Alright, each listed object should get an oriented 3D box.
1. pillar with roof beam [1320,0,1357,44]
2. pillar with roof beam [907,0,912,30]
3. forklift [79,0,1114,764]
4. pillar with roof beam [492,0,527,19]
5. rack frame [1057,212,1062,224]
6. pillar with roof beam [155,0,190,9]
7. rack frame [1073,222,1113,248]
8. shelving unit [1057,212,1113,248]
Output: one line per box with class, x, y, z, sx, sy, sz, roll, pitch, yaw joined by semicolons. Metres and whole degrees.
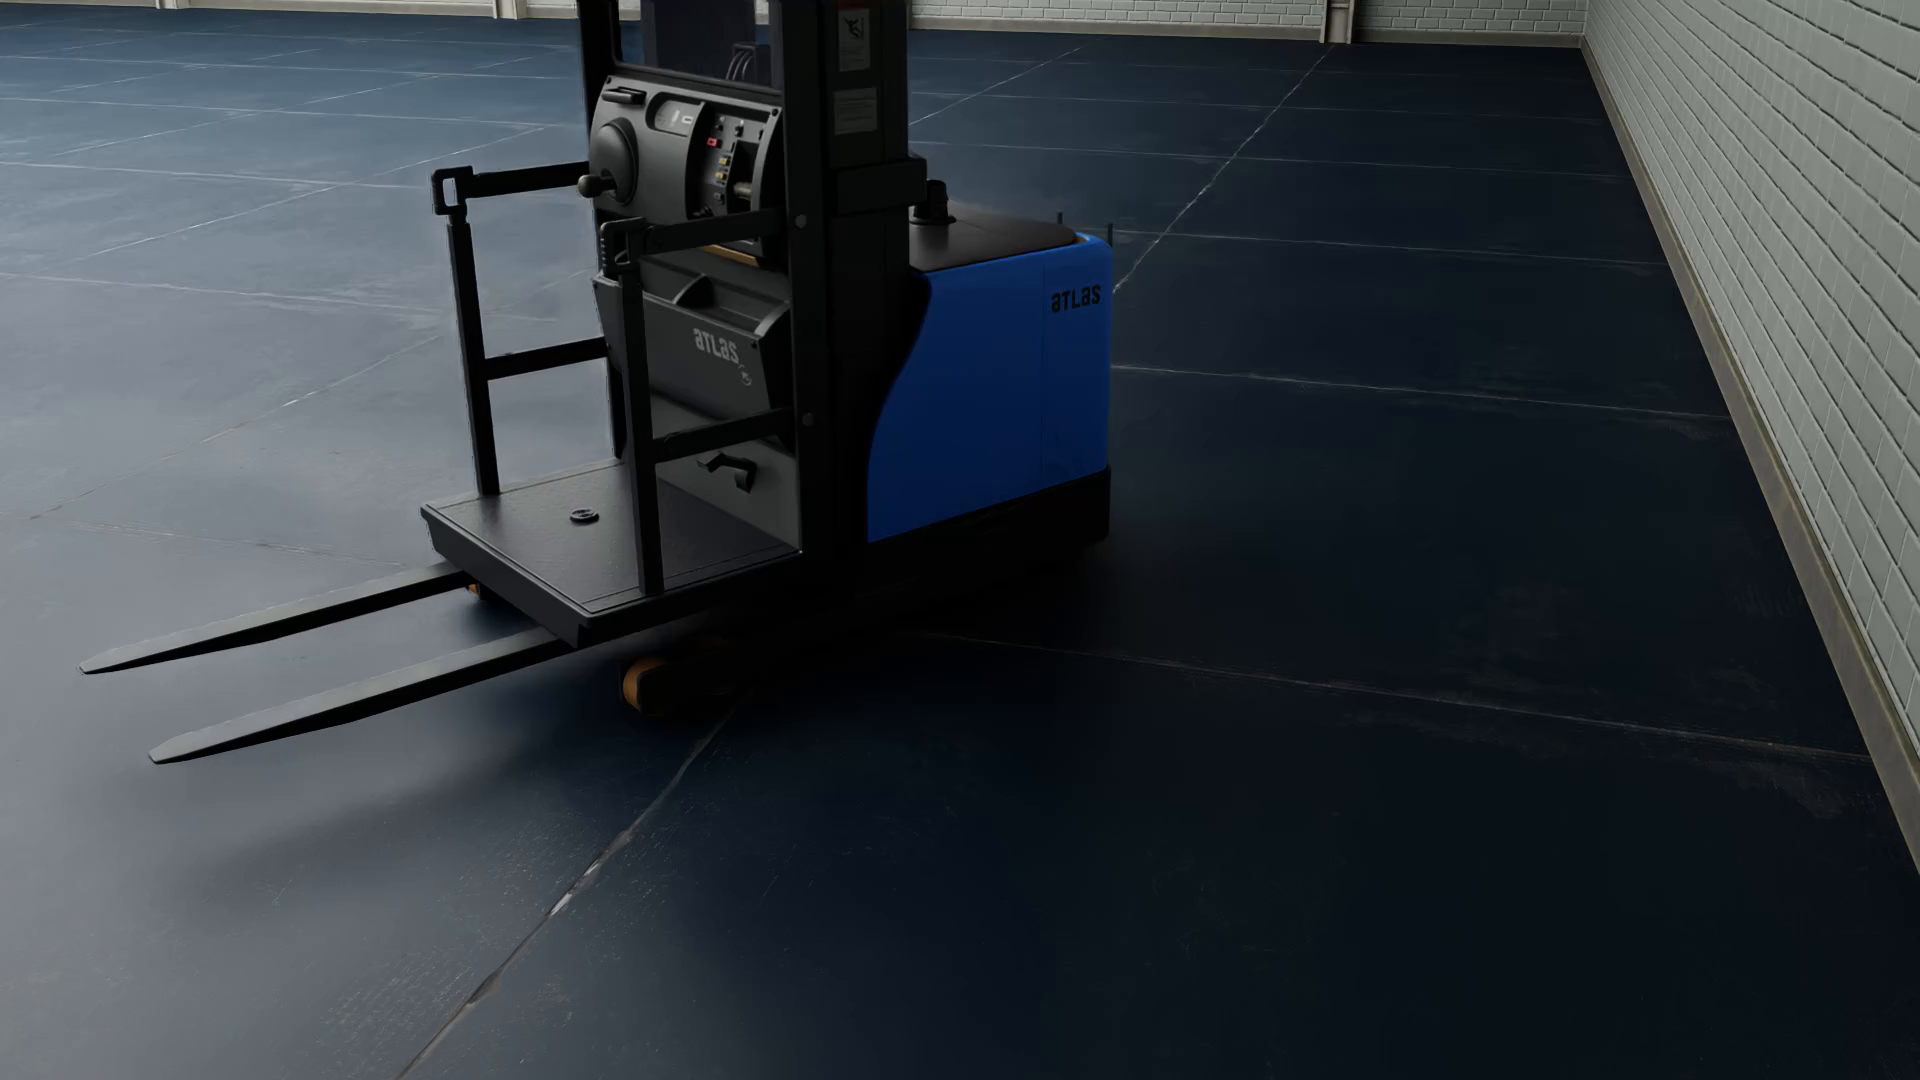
pillar with roof beam;3.600;-9.008;15.873;0.400;9.000;9.100;7;23;16
pillar with roof beam;-2.144;-9.666;17.477;0.400;9.000;9.100;7;23;16
forklift;-0.948;-1.093;4.573;3.031;2.935;1.130;-18;28;-37
pillar with roof beam;-7.888;-10.324;19.080;0.400;9.000;9.100;7;23;16
rack frame;0.279;-0.632;5.928;0.200;1.050;0.008;-18;29;-37
pillar with roof beam;-13.632;-10.981;20.684;0.400;9.000;9.100;7;23;16
rack frame;0.439;-0.562;5.758;0.200;1.050;0.008;-18;29;-37
shelving unit;0.359;-0.597;5.843;0.215;1.050;0.252;-18;29;-37
